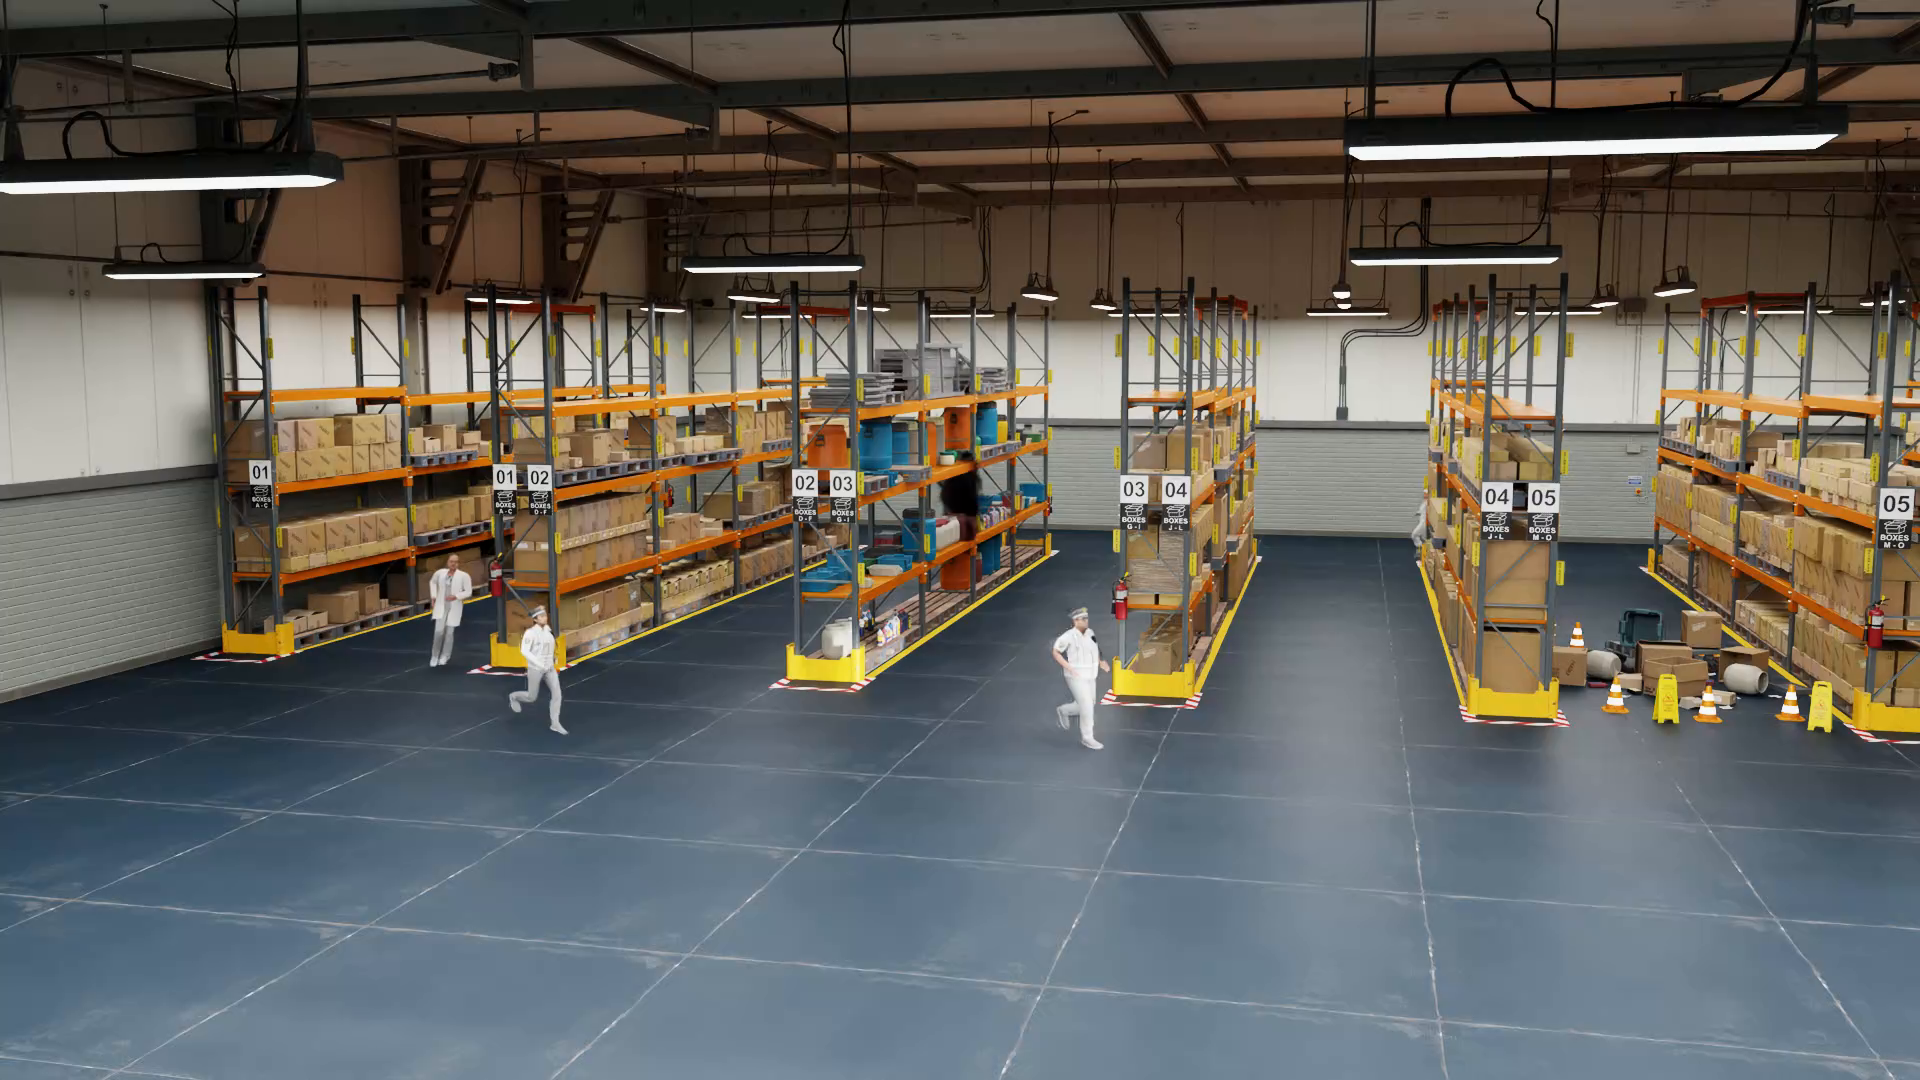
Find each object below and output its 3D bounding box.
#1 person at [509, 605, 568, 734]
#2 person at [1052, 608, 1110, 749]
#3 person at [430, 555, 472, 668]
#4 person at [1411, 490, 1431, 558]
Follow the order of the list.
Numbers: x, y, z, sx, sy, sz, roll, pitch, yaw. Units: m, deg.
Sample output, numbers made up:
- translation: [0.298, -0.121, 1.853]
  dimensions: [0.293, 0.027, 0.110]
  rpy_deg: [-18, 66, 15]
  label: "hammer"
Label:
- translation: [-5.549, 1.693, 21.903]
  dimensions: [0.976, 1.682, 0.597]
  rpy_deg: [5, 8, 36]
  label: "person"
- translation: [1.507, 1.727, 21.111]
  dimensions: [0.809, 1.775, 0.663]
  rpy_deg: [6, 9, 44]
  label: "person"
- translation: [-8.073, 1.122, 26.361]
  dimensions: [0.681, 1.791, 0.722]
  rpy_deg: [-1, 7, -11]
  label: "person"
- translation: [11.078, -0.394, 39.614]
  dimensions: [0.619, 1.762, 0.775]
  rpy_deg: [1, 7, 10]
  label: "person"
